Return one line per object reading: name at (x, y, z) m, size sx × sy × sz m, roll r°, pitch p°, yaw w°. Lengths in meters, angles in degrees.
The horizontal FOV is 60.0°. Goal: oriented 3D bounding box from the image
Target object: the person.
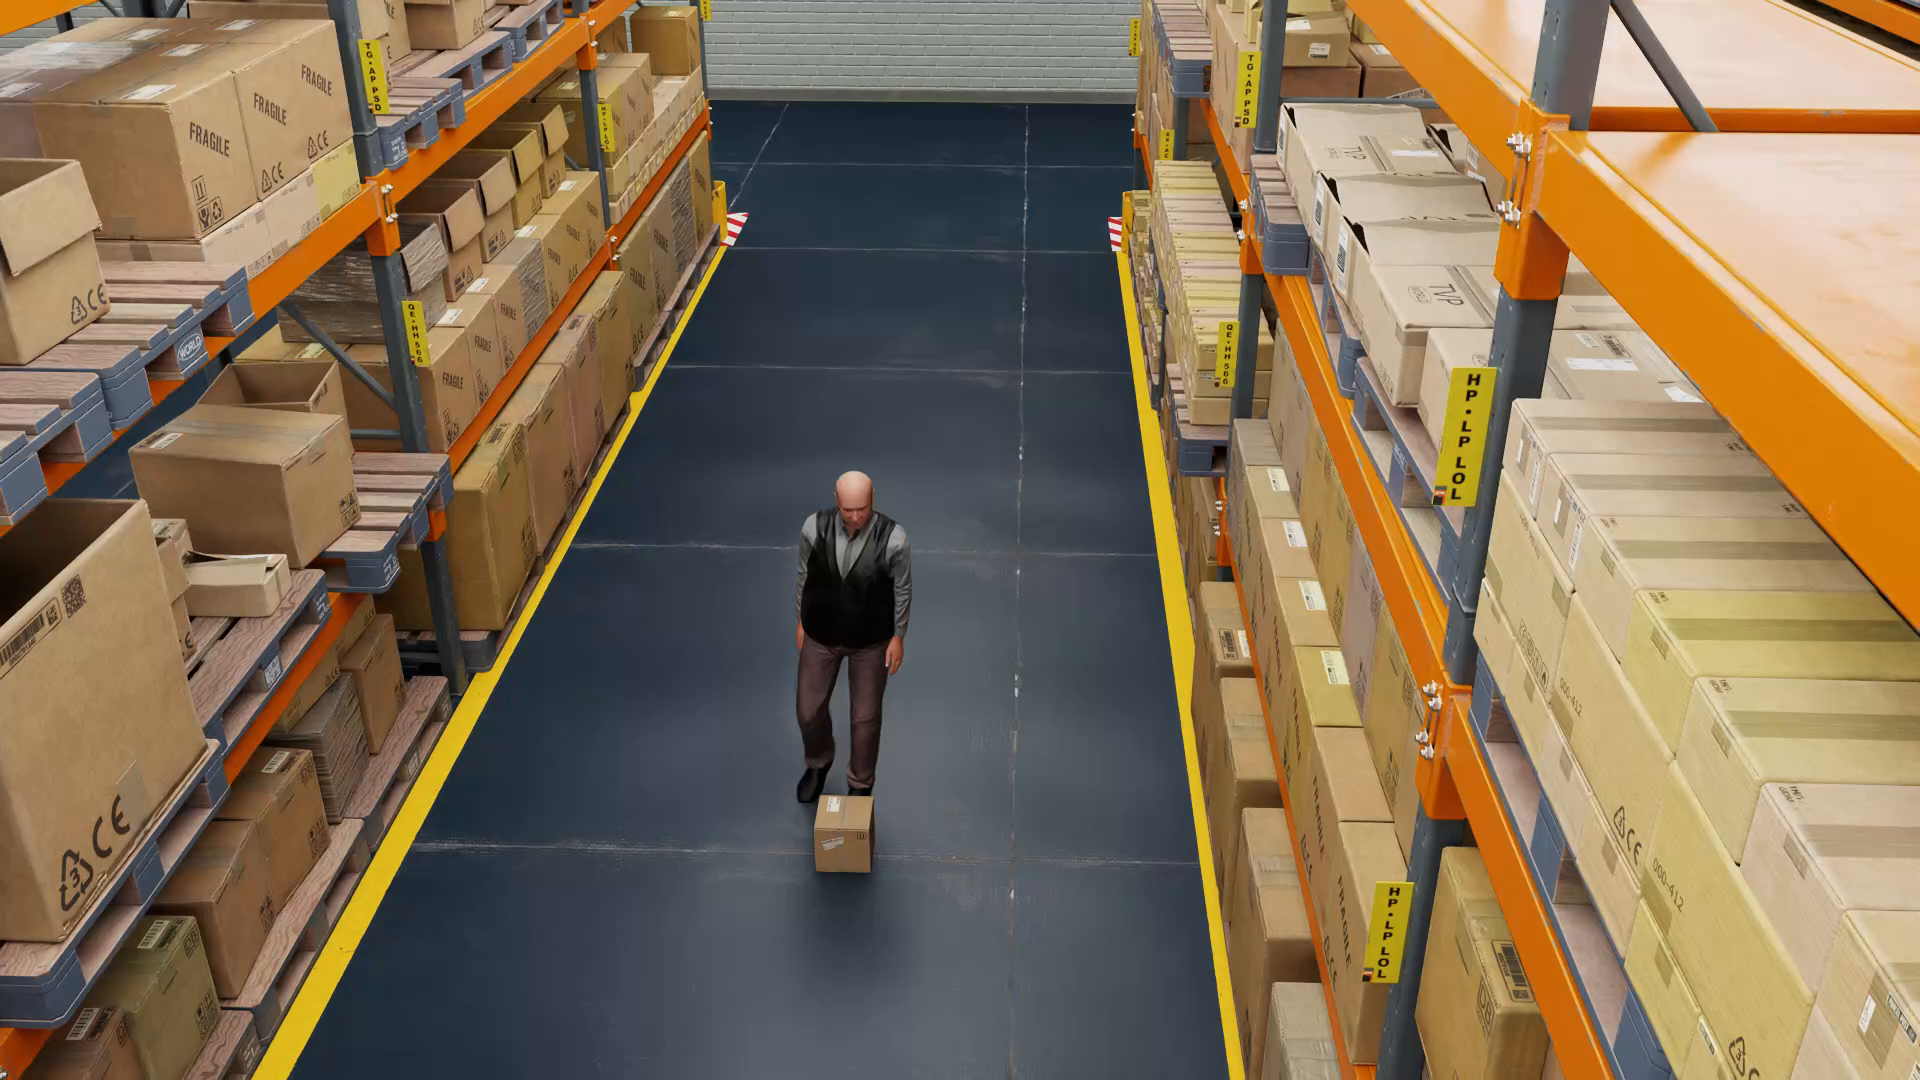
person at (-0.517, 0.504, 7.686) m, size 0.573 × 1.751 × 0.491 m, roll 4°, pitch 28°, yaw 7°
